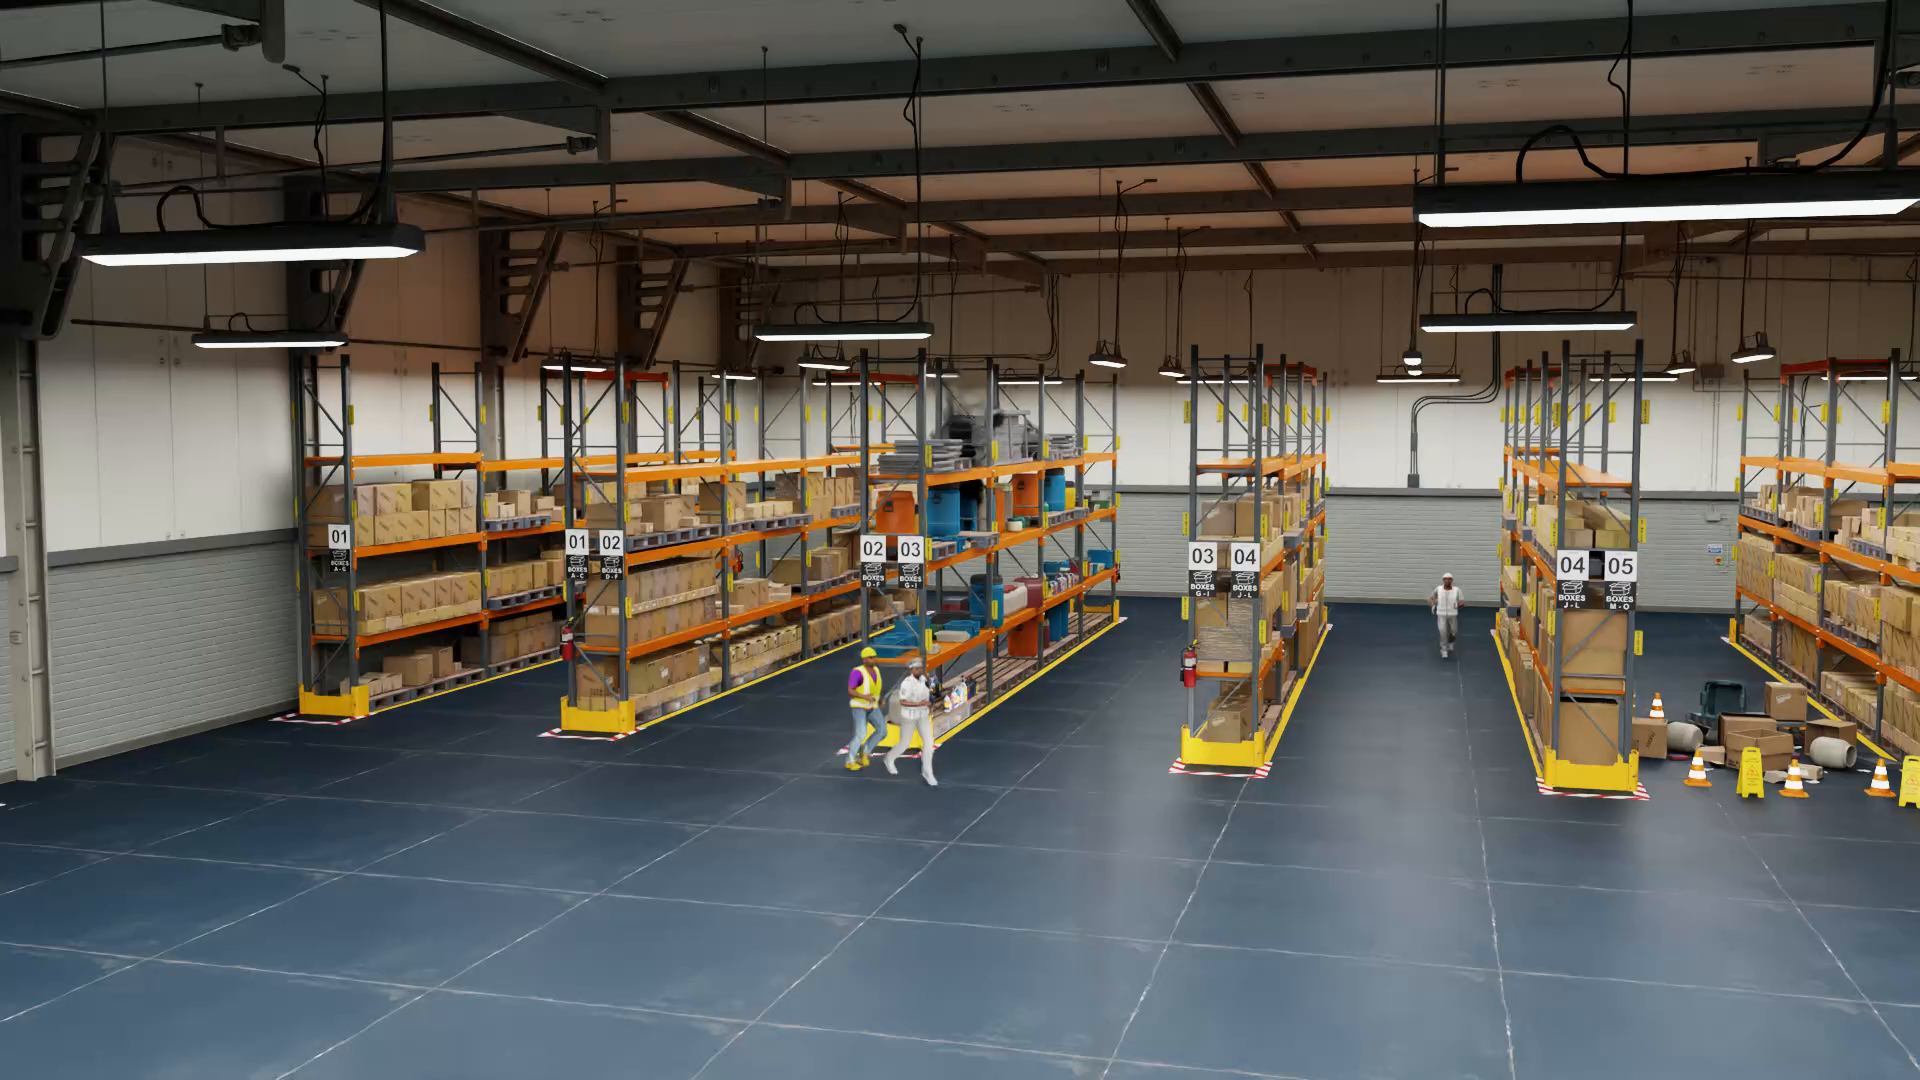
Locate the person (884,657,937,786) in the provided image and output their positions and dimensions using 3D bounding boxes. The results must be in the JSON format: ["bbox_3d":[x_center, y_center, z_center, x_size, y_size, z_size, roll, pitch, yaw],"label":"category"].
[{"bbox_3d":[-0.646,2.451,22.796,0.586,1.737,0.919,-3,5,-38],"label":"person"}]

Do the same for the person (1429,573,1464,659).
[{"bbox_3d":[10.061,1.554,34.375,0.696,1.749,0.826,1,4,16],"label":"person"}]

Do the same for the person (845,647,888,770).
[{"bbox_3d":[-1.277,2.374,23.512,0.636,1.715,0.734,4,6,41],"label":"person"}]
